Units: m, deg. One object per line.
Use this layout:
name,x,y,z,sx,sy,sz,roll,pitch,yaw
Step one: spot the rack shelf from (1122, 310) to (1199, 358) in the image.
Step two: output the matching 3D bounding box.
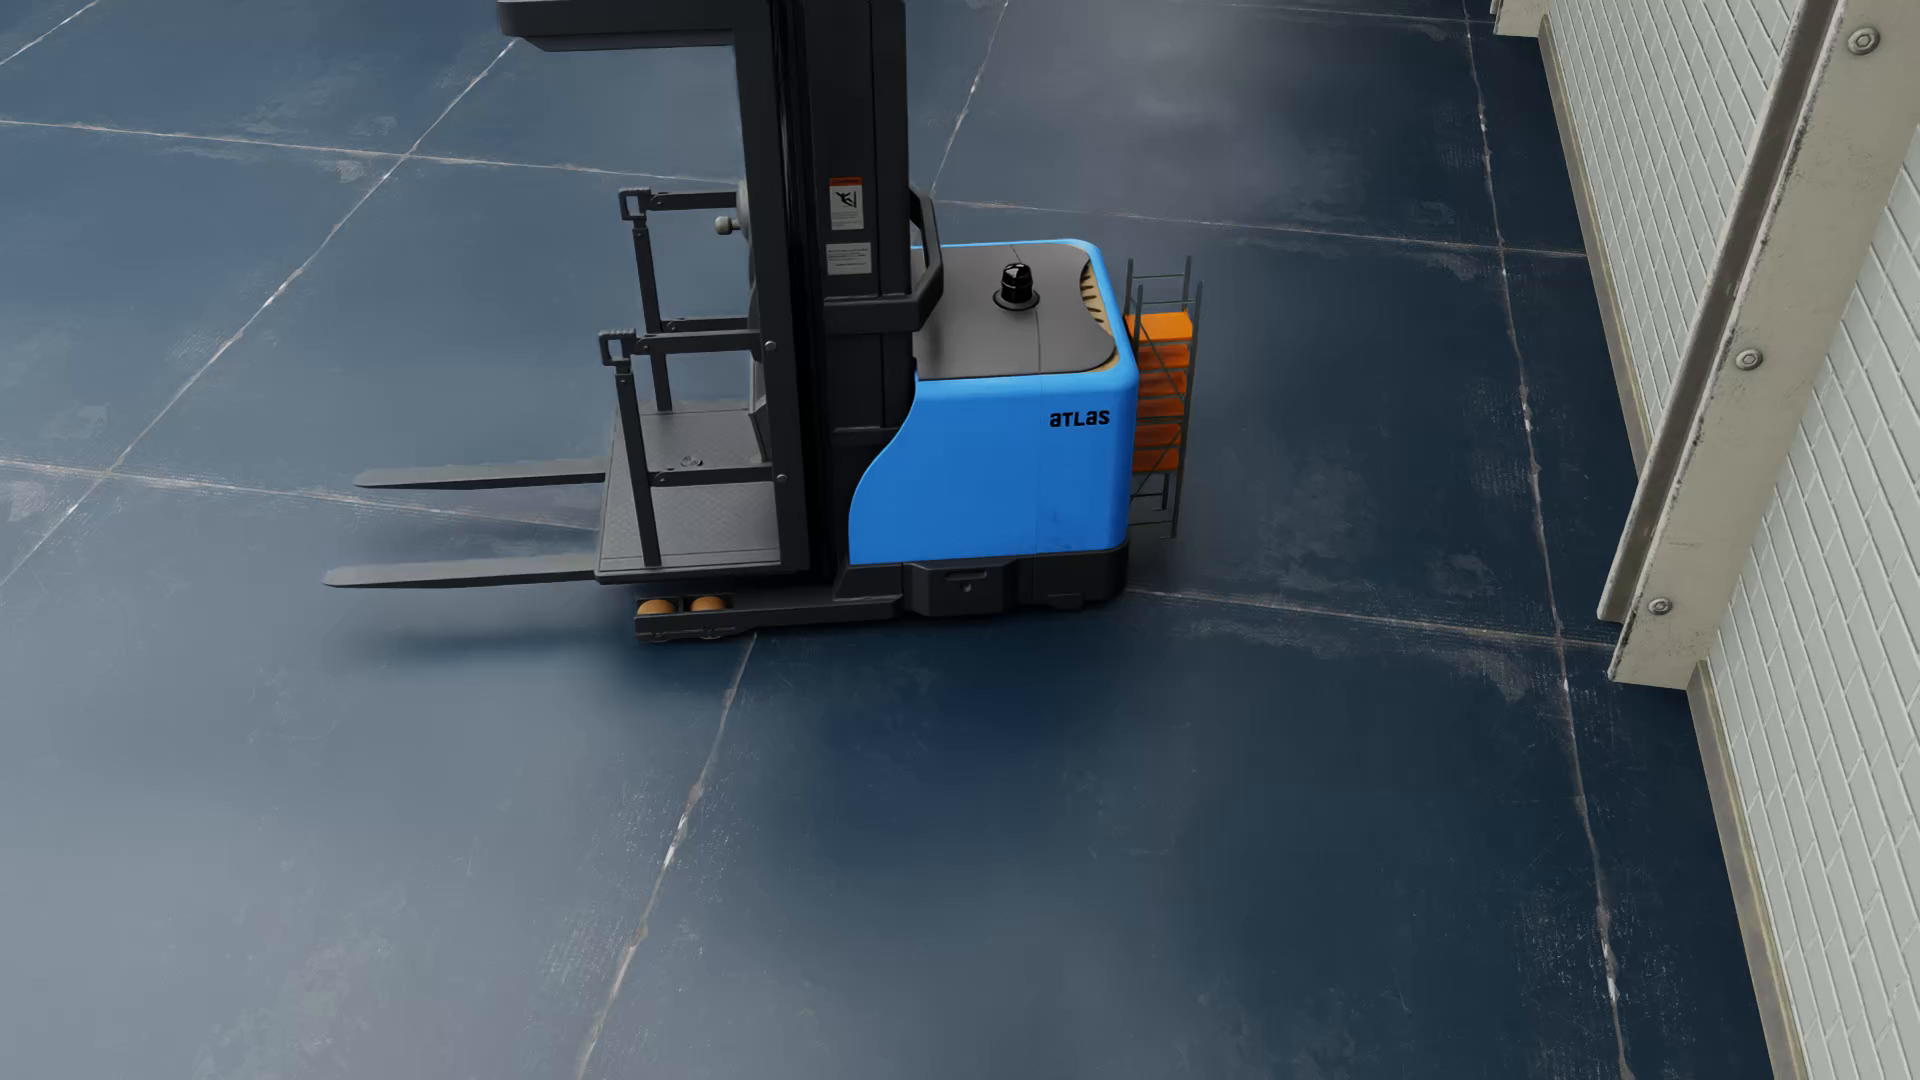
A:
rack shelf,0.748,-0.766,6.240,0.258,0.103,0.180,-4,40,-5

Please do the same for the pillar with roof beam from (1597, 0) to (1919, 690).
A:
pillar with roof beam,-1.663,-3.533,3.960,9.100,9.000,0.400,6,40,8

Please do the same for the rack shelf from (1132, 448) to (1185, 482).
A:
rack shelf,0.748,-0.304,6.622,0.258,0.103,0.180,-4,40,-5

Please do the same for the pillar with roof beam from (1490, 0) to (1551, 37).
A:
pillar with roof beam,-0.624,-7.298,8.515,9.100,9.000,0.400,6,40,8

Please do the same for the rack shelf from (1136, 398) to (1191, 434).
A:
rack shelf,0.748,-0.488,6.469,0.258,0.103,0.180,-4,40,-5

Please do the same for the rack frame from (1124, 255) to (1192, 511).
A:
rack frame,0.737,-0.581,6.511,0.240,1.200,0.006,-4,40,-5

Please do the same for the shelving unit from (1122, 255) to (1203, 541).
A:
shelving unit,0.748,-0.523,6.441,0.258,1.200,0.189,-4,40,-5

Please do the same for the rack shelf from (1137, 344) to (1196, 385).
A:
rack shelf,0.748,-0.673,6.316,0.258,0.103,0.180,-4,40,-5

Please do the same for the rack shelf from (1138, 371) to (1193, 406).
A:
rack shelf,0.748,-0.581,6.392,0.258,0.103,0.180,-4,40,-5

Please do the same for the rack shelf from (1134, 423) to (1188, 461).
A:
rack shelf,0.748,-0.396,6.545,0.258,0.103,0.180,-4,40,-5

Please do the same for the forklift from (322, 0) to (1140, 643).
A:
forklift,-0.904,-1.095,5.775,3.031,2.935,1.130,-3,40,-4

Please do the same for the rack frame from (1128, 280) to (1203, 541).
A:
rack frame,0.759,-0.465,6.371,0.240,1.200,0.006,-4,40,-5
